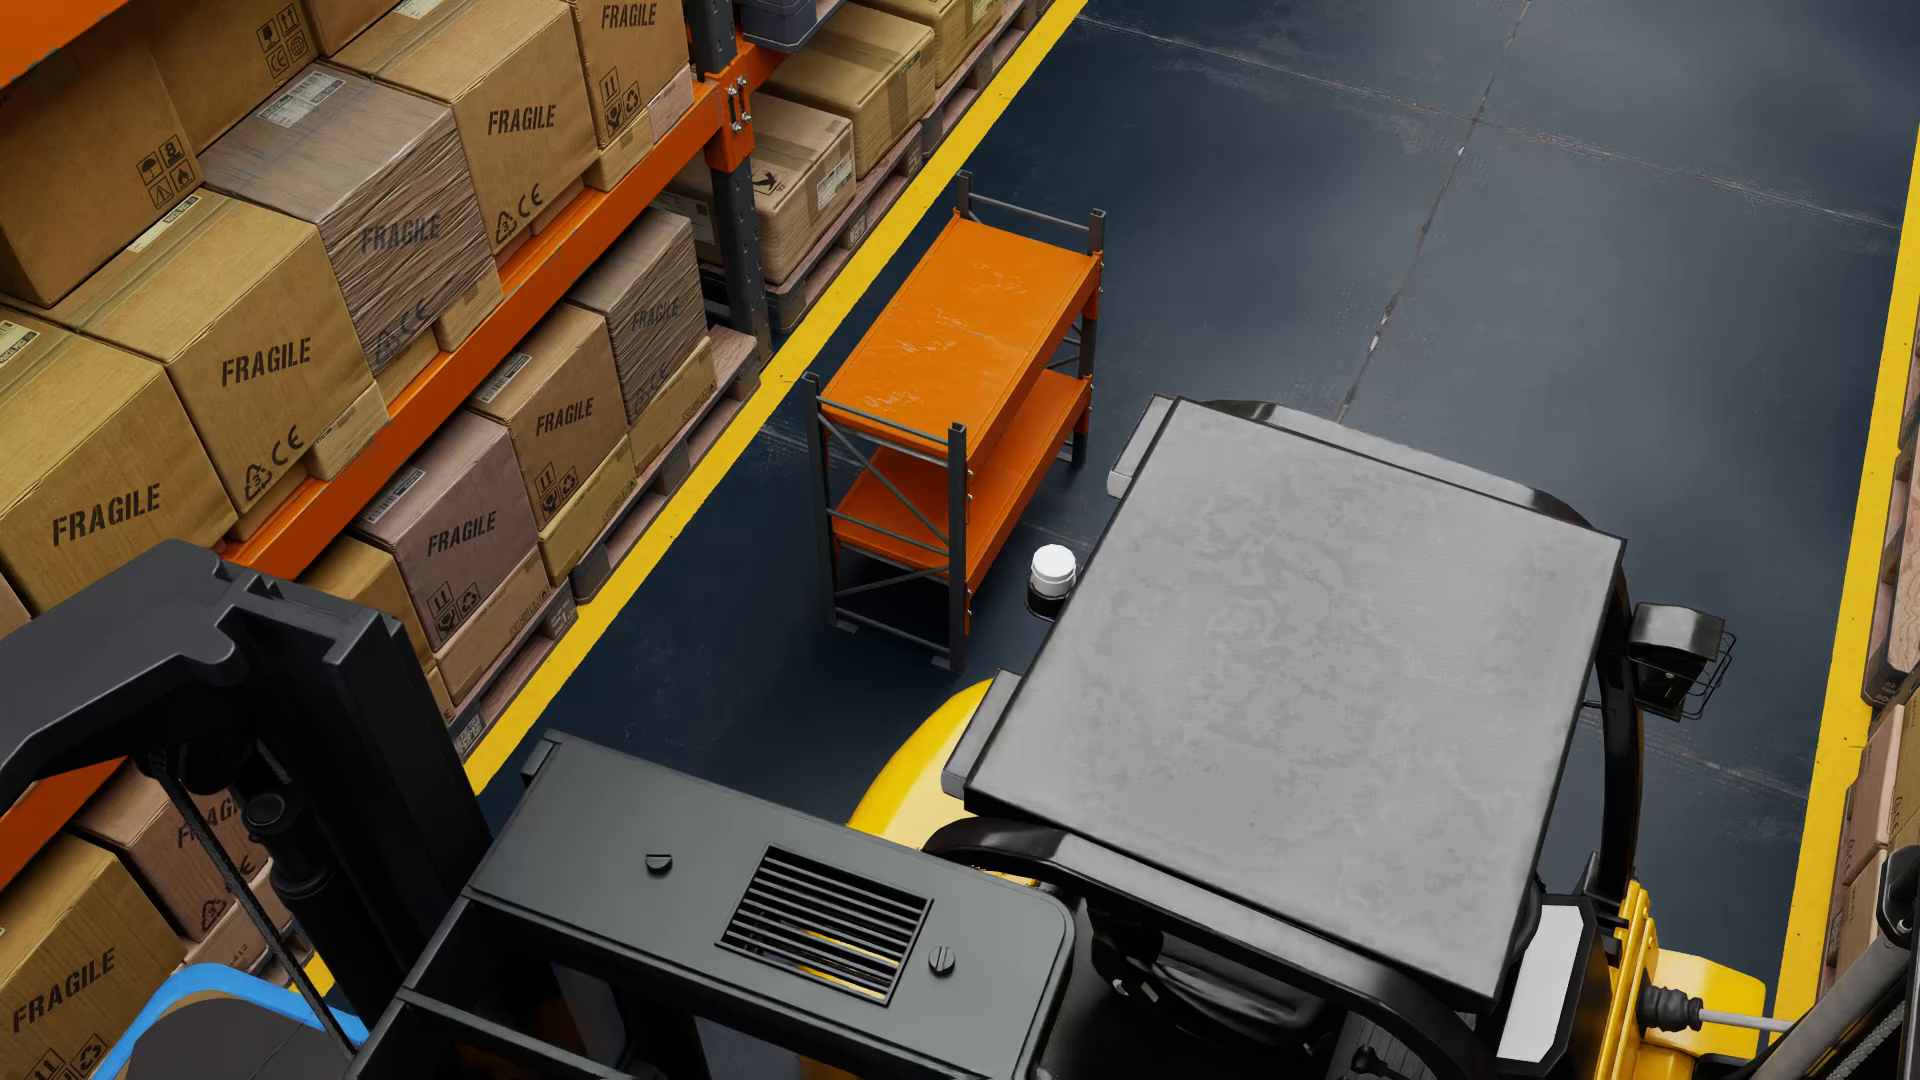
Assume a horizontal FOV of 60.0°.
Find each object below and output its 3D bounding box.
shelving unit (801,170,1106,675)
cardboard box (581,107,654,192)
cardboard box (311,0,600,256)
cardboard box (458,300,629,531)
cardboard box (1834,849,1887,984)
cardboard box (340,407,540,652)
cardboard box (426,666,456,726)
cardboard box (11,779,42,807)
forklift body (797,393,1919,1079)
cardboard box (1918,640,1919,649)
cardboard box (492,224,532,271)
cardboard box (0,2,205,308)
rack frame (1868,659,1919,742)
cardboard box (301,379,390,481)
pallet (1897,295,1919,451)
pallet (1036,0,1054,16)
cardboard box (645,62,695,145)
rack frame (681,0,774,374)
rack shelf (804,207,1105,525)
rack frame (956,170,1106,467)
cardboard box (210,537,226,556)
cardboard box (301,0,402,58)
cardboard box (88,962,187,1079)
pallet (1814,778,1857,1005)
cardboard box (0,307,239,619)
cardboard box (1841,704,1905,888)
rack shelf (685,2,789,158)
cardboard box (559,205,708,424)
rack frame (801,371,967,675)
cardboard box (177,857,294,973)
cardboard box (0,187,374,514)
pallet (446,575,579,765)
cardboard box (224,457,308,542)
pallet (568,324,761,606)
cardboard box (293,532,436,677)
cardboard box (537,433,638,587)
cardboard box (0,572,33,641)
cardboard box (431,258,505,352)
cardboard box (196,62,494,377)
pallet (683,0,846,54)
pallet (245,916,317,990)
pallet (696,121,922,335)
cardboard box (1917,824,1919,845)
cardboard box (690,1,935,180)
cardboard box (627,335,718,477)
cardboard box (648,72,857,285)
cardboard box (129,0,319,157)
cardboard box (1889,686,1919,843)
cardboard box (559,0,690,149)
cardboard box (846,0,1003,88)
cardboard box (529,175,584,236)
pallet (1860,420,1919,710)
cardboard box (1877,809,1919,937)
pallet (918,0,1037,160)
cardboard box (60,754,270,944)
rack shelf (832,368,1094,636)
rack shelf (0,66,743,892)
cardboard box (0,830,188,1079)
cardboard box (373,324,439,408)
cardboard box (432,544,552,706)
[{"bbox_3d":[0.003,-0.369,5.326,0.538,1.125,1.048,20,52,16],"label":"shelving unit"},{"bbox_3d":[-1.151,-1.219,4.982,0.380,0.149,0.250,21,53,17],"label":"cardboard box"},{"bbox_3d":[-1.368,-1.180,4.523,0.500,0.500,0.500,21,53,17],"label":"cardboard box"},{"bbox_3d":[-1.415,-0.437,5.190,0.500,0.500,0.500,21,53,17],"label":"cardboard box"},{"bbox_3d":[2.591,1.153,4.329,0.500,0.250,0.500,19,52,15],"label":"cardboard box"},{"bbox_3d":[-1.632,-0.085,4.890,0.500,0.500,0.500,22,53,18],"label":"cardboard box"},{"bbox_3d":[-1.857,0.520,4.867,0.500,0.250,0.500,23,53,18],"label":"cardboard box"},{"bbox_3d":[-2.134,0.380,3.622,0.380,0.149,0.250,21,53,17],"label":"cardboard box"},{"bbox_3d":[0.752,0.948,3.531,2.313,2.155,1.214,20,52,16],"label":"forklift body"},{"bbox_3d":[3.513,0.088,4.989,0.875,0.625,0.625,22,53,18],"label":"cardboard box"},{"bbox_3d":[-1.452,-0.898,4.709,0.380,0.149,0.250,19,52,16],"label":"cardboard box"},{"bbox_3d":[-2.191,-0.945,3.667,0.700,0.500,0.500,19,52,16],"label":"cardboard box"},{"bbox_3d":[3.300,-0.182,3.935,1.000,3.000,0.127,20,52,16],"label":"rack frame"},{"bbox_3d":[-1.696,-0.337,4.232,0.380,0.149,0.250,20,53,16],"label":"cardboard box"},{"bbox_3d":[4.099,-0.642,6.157,1.003,0.211,1.213,20,52,16],"label":"pallet"},{"bbox_3d":[0.184,-3.108,8.256,1.003,0.211,1.213,20,52,16],"label":"pallet"},{"bbox_3d":[-1.051,-1.393,5.130,0.380,0.149,0.250,19,52,16],"label":"cardboard box"},{"bbox_3d":[-1.189,-1.795,5.307,1.000,3.000,0.127,20,52,16],"label":"rack frame"},{"bbox_3d":[0.003,-0.559,5.103,0.538,0.278,1.000,20,52,16],"label":"rack shelf"},{"bbox_3d":[0.220,-0.719,5.623,0.500,1.125,0.032,20,52,16],"label":"rack frame"},{"bbox_3d":[-1.996,-0.011,3.954,0.380,0.149,0.250,21,53,17],"label":"cardboard box"},{"bbox_3d":[-1.811,-1.670,4.284,0.700,0.500,0.500,20,52,16],"label":"cardboard box"},{"bbox_3d":[-2.304,1.249,4.247,0.500,0.250,0.500,19,52,16],"label":"cardboard box"},{"bbox_3d":[2.922,1.255,4.543,1.003,0.211,1.213,20,52,16],"label":"pallet"},{"bbox_3d":[-2.010,-0.114,3.616,0.500,0.500,0.500,19,52,15],"label":"cardboard box"},{"bbox_3d":[2.794,0.798,4.631,0.500,0.250,0.500,20,53,16],"label":"cardboard box"},{"bbox_3d":[-0.335,-2.939,6.753,1.077,0.370,4.000,20,52,16],"label":"rack shelf"},{"bbox_3d":[-1.200,-0.788,5.488,0.500,0.500,0.500,19,52,16],"label":"cardboard box"},{"bbox_3d":[-0.214,-0.019,5.028,0.500,1.125,0.032,20,52,16],"label":"rack frame"},{"bbox_3d":[-2.079,0.900,4.544,0.500,0.250,0.500,22,53,17],"label":"cardboard box"},{"bbox_3d":[-1.800,-0.467,3.917,0.500,0.500,0.500,19,52,15],"label":"cardboard box"},{"bbox_3d":[-1.964,0.426,5.249,1.003,0.211,1.213,20,52,16],"label":"pallet"},{"bbox_3d":[-1.856,-0.182,4.101,0.380,0.149,0.250,19,52,15],"label":"cardboard box"},{"bbox_3d":[-1.444,-0.417,5.966,1.003,0.211,1.213,20,52,16],"label":"pallet"},{"bbox_3d":[-1.853,0.286,4.575,0.500,0.500,0.500,21,53,17],"label":"cardboard box"},{"bbox_3d":[-1.417,-0.175,5.459,0.500,0.250,0.500,19,52,15],"label":"cardboard box"},{"bbox_3d":[-2.227,0.237,3.318,0.500,0.500,0.500,21,53,17],"label":"cardboard box"},{"bbox_3d":[-1.482,-0.692,4.534,0.380,0.149,0.250,19,52,16],"label":"cardboard box"},{"bbox_3d":[-1.586,-0.821,4.218,0.500,0.500,0.500,21,53,17],"label":"cardboard box"},{"bbox_3d":[-0.731,-2.211,5.788,1.003,0.211,1.213,20,52,16],"label":"pallet"},{"bbox_3d":[-2.487,1.263,4.537,1.003,0.211,1.213,20,52,16],"label":"pallet"},{"bbox_3d":[-0.858,-1.428,6.826,1.003,0.211,1.213,20,52,16],"label":"pallet"},{"bbox_3d":[2.582,0.829,3.949,0.500,0.250,0.500,20,52,16],"label":"cardboard box"},{"bbox_3d":[-0.664,-1.937,6.879,0.950,0.372,0.625,23,53,18],"label":"cardboard box"},{"bbox_3d":[-1.199,-0.545,5.774,0.500,0.250,0.500,22,53,18],"label":"cardboard box"},{"bbox_3d":[-0.968,-1.441,6.456,0.950,0.372,0.625,20,53,17],"label":"cardboard box"},{"bbox_3d":[-2.050,-1.333,3.998,0.700,0.500,0.500,19,52,15],"label":"cardboard box"},{"bbox_3d":[2.814,0.644,4.434,0.500,0.250,0.500,20,52,16],"label":"cardboard box"},{"bbox_3d":[-1.154,-1.536,4.827,0.500,0.500,0.500,19,52,15],"label":"cardboard box"},{"bbox_3d":[-0.368,-2.417,7.286,0.950,0.372,0.625,21,53,17],"label":"cardboard box"},{"bbox_3d":[-1.333,-1.064,4.851,0.380,0.149,0.250,20,52,16],"label":"cardboard box"},{"bbox_3d":[3.580,0.201,5.440,1.003,0.211,1.213,20,52,16],"label":"pallet"},{"bbox_3d":[2.601,0.991,4.139,0.500,0.250,0.500,20,52,16],"label":"cardboard box"},{"bbox_3d":[-0.338,-2.271,7.543,1.003,0.211,1.213,20,52,16],"label":"pallet"},{"bbox_3d":[-2.075,0.628,4.283,0.500,0.500,0.500,18,52,15],"label":"cardboard box"},{"bbox_3d":[0.003,-0.211,5.512,0.538,0.278,1.000,20,52,16],"label":"rack shelf"},{"bbox_3d":[-2.044,-0.184,4.410,1.077,0.370,4.000,20,52,16],"label":"rack shelf"},{"bbox_3d":[-2.294,0.990,3.976,0.500,0.500,0.500,18,52,15],"label":"cardboard box"},{"bbox_3d":[-1.619,-0.526,4.393,0.380,0.149,0.250,19,52,15],"label":"cardboard box"},{"bbox_3d":[-1.639,0.174,5.162,0.500,0.250,0.500,21,53,17],"label":"cardboard box"}]
